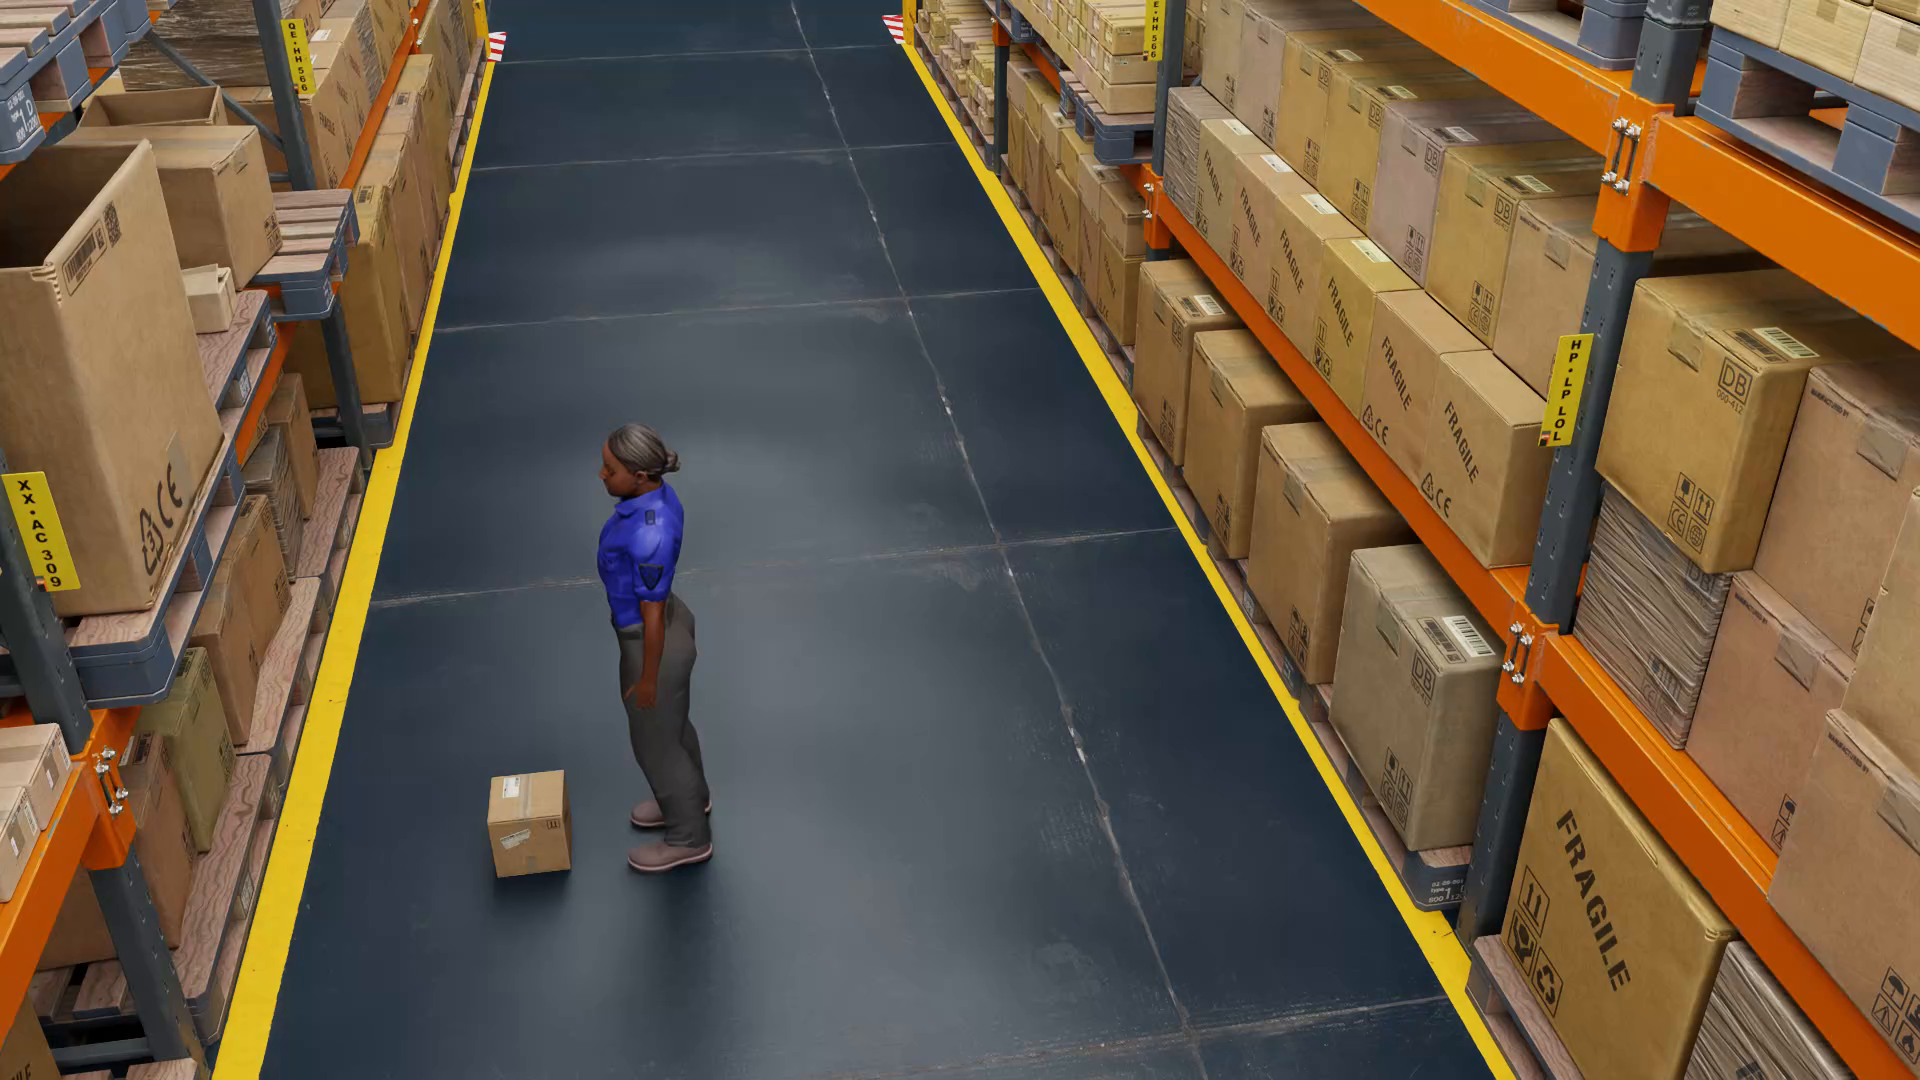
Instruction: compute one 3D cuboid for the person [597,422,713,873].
[{"bbox_3d":[-1.028,0.359,5.538,0.312,1.659,0.436,-5,31,-7],"label":"person"}]
